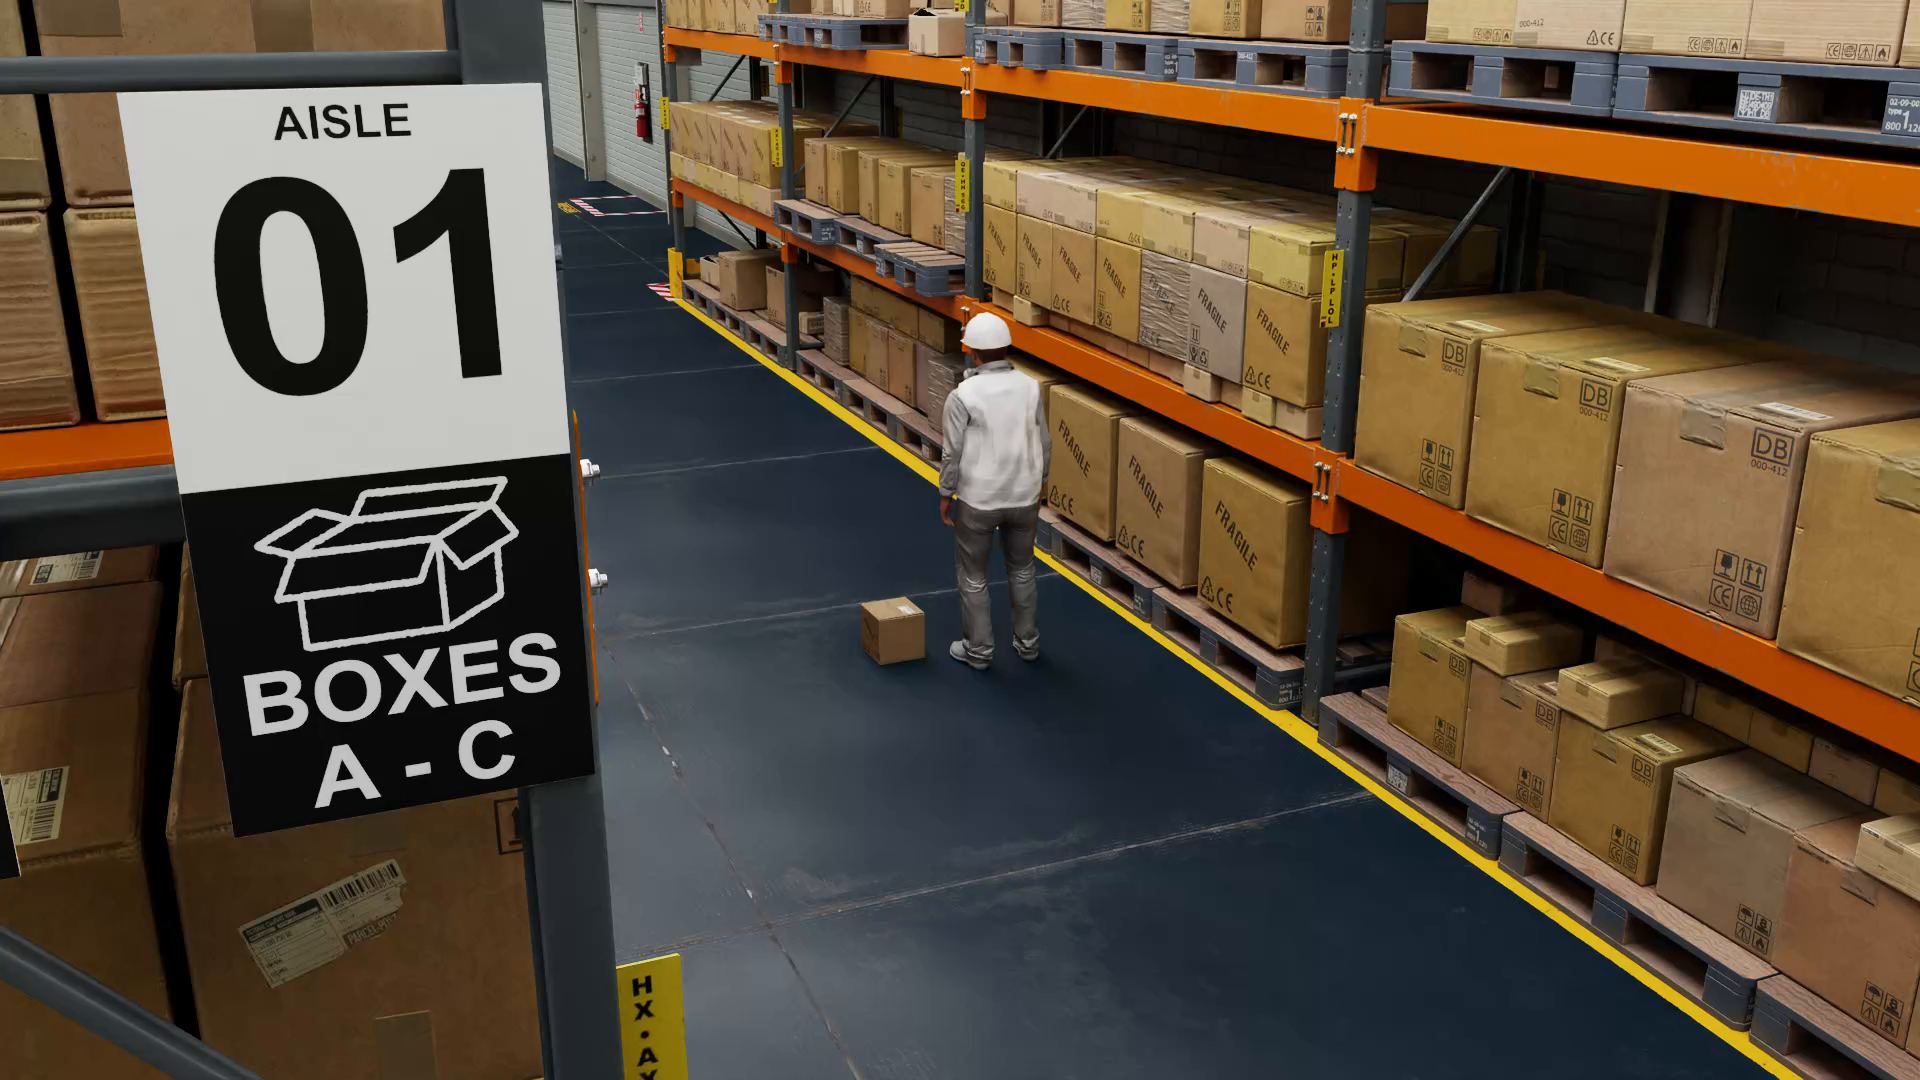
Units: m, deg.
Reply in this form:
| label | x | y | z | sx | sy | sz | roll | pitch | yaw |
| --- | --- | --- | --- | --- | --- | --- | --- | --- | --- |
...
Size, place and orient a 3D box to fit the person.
| label | x | y | z | sx | sy | sz | roll | pitch | yaw |
| --- | --- | --- | --- | --- | --- | --- | --- | --- | --- |
| person | 0.170 | -0.232 | 8.210 | 0.579 | 1.769 | 0.461 | -7 | 20 | -21 |
